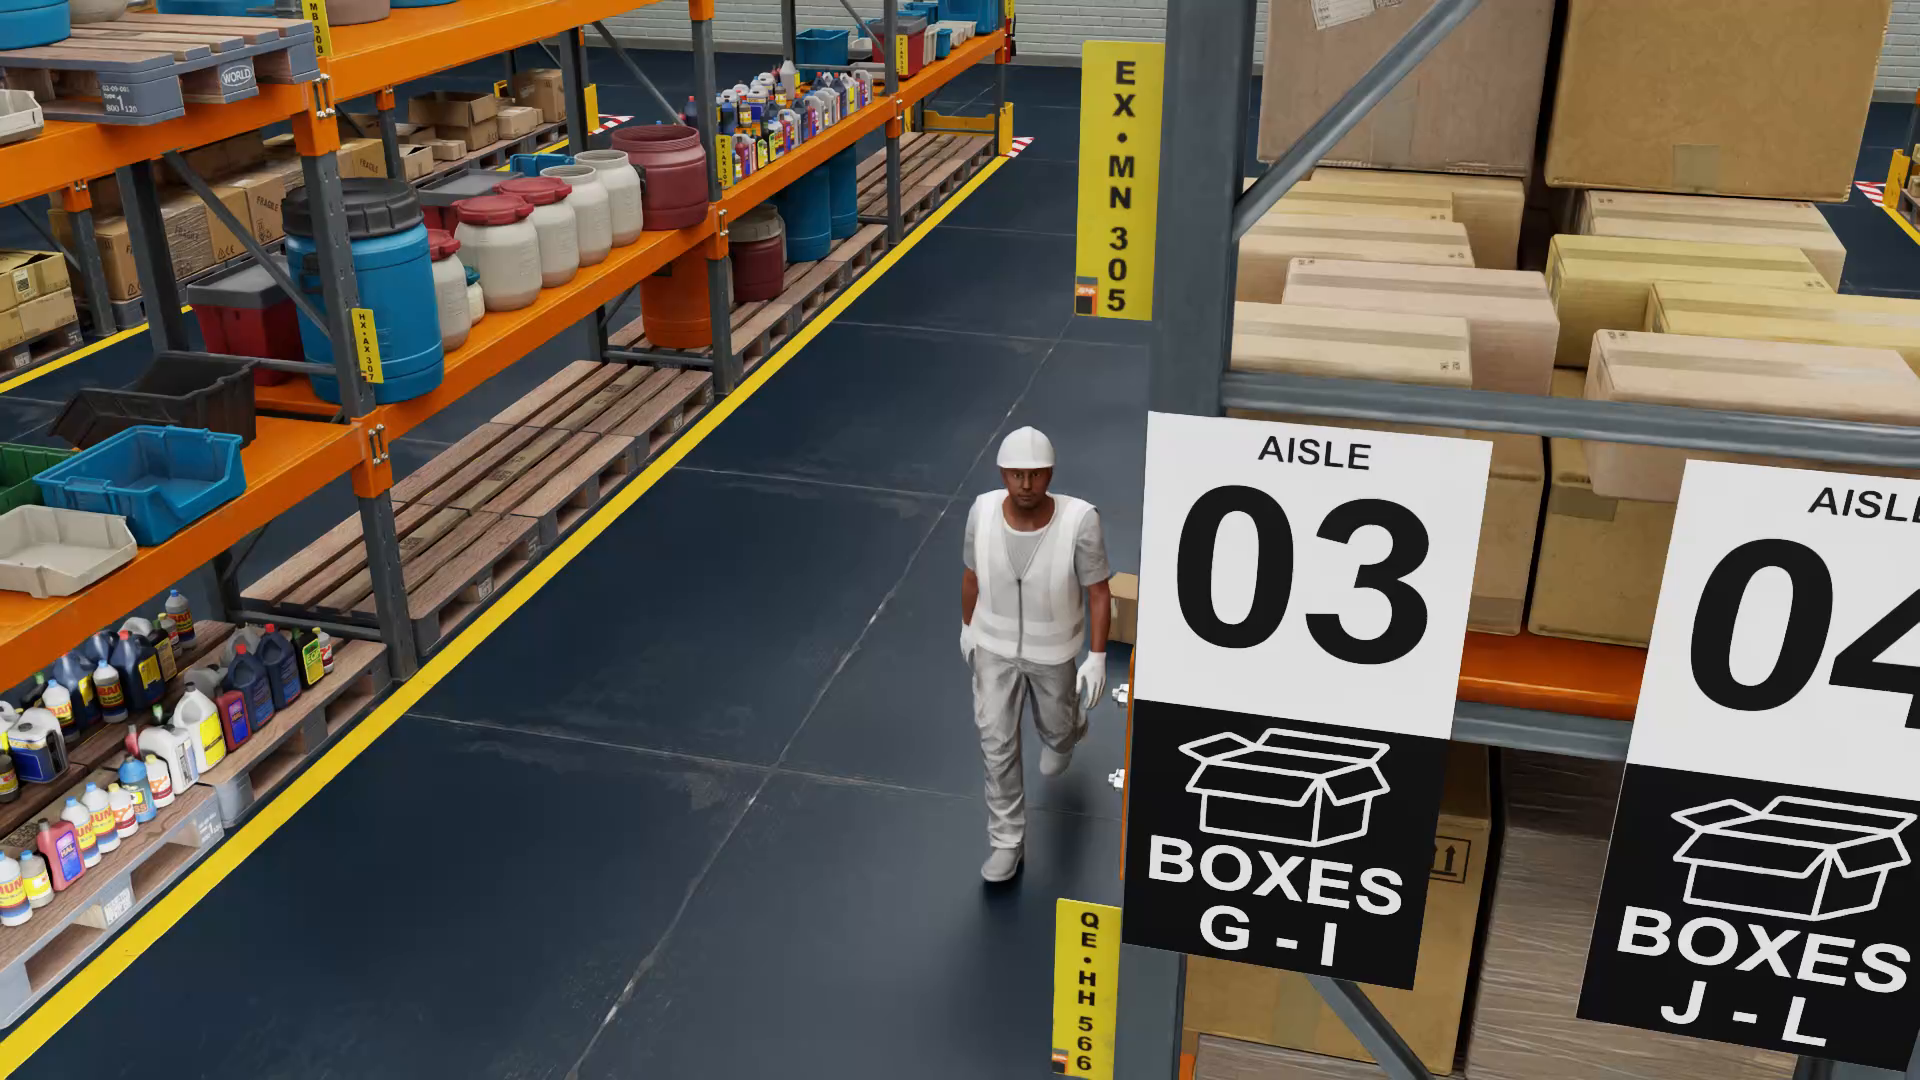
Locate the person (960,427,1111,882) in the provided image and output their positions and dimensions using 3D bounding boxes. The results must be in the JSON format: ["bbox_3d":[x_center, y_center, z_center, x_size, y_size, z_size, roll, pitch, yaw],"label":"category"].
[{"bbox_3d":[0.282,0.362,6.320,0.602,1.746,0.931,5,26,10],"label":"person"}]
